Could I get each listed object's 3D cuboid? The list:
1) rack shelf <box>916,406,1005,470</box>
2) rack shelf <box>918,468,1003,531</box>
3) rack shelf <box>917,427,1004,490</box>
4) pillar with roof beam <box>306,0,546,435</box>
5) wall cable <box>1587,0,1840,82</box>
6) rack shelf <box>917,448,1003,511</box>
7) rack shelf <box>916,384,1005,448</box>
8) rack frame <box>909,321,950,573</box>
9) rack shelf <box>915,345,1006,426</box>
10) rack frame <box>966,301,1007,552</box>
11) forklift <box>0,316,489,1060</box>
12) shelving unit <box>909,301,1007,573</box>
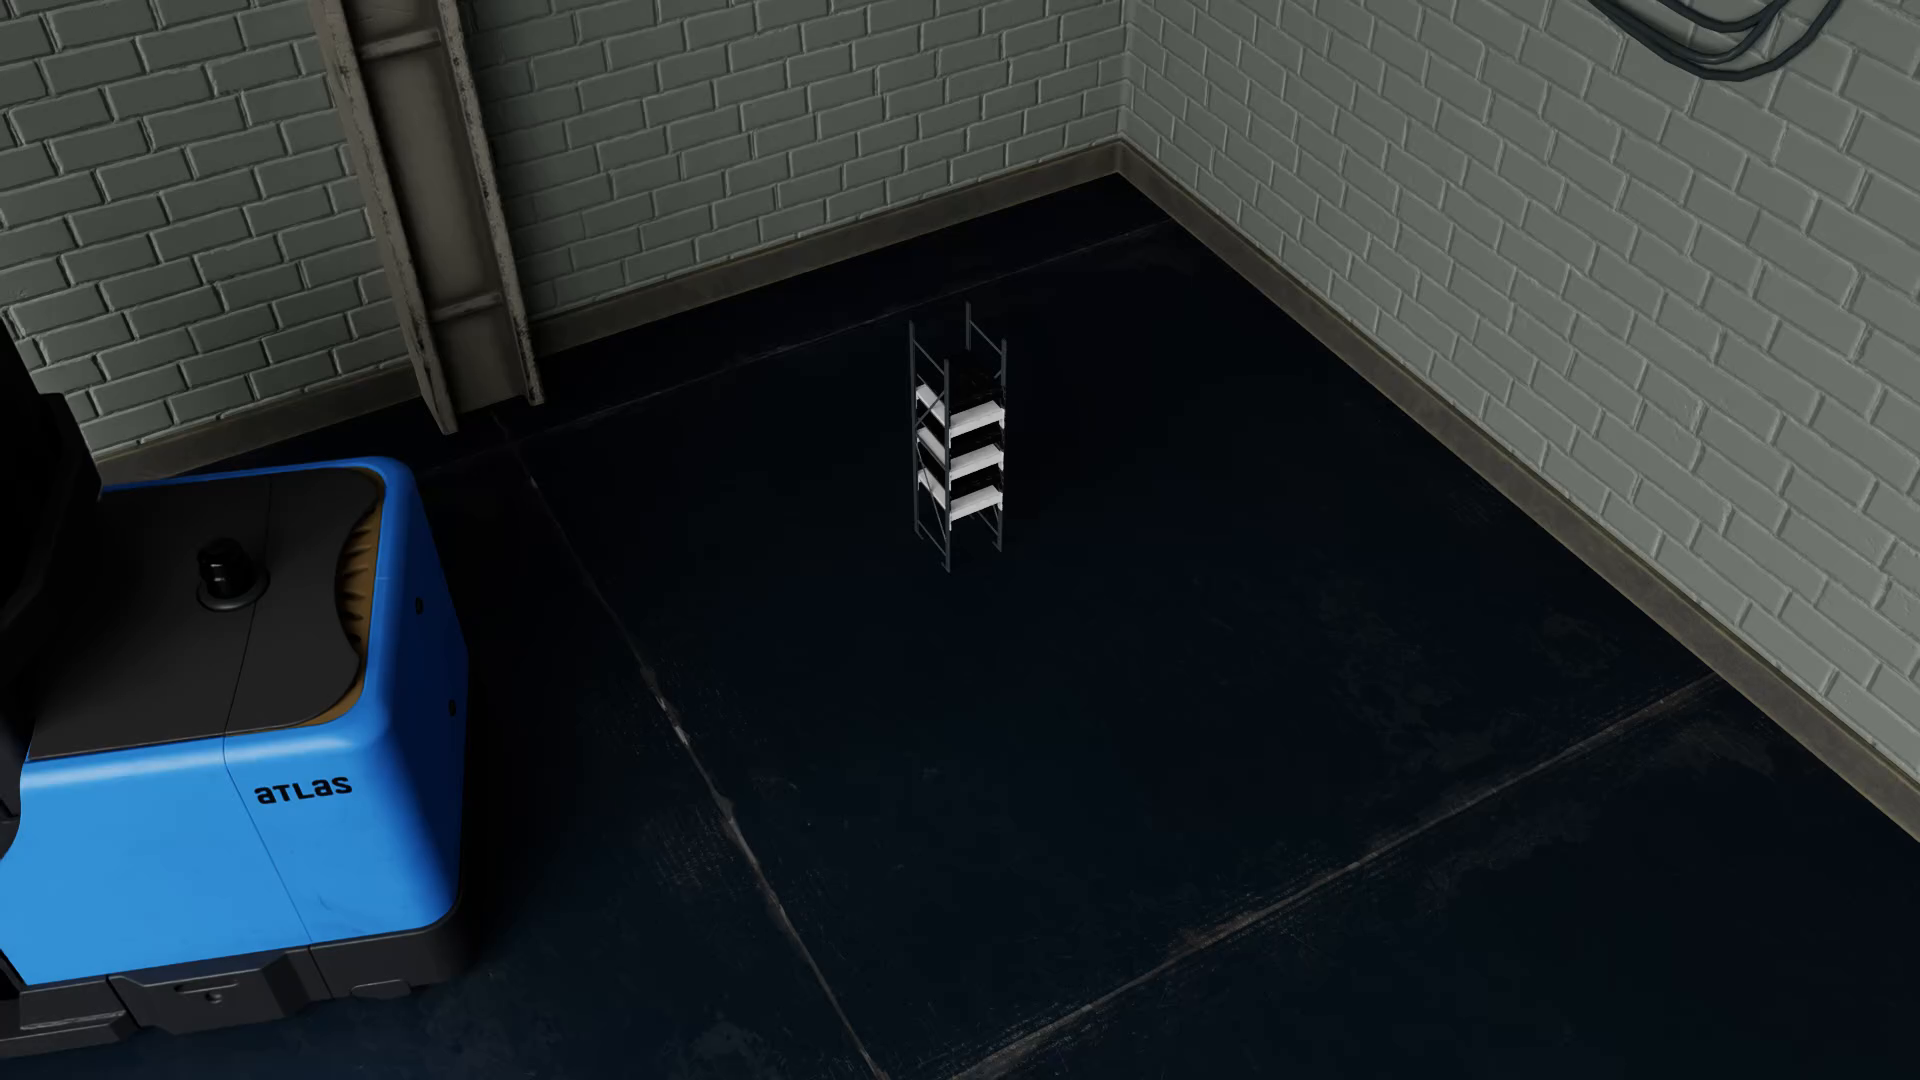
[{"bbox_3d":[-0.007,-0.361,5.394,0.200,0.077,0.258,-22,48,-21],"label":"rack shelf"},{"bbox_3d":[-0.007,-0.167,5.582,0.200,0.077,0.258,-22,48,-21],"label":"rack shelf"},{"bbox_3d":[-0.007,-0.296,5.457,0.200,0.077,0.258,-22,48,-21],"label":"rack shelf"},{"bbox_3d":[0.333,-1.177,0.501,0.400,9.000,9.100,-22,48,-21],"label":"pillar with roof beam"},{"bbox_3d":[1.402,-2.886,4.492,0.112,2.526,3.097,-22,48,-21],"label":"wall cable"},{"bbox_3d":[-0.007,-0.232,5.520,0.200,0.077,0.258,-22,48,-21],"label":"rack shelf"},{"bbox_3d":[-0.007,-0.425,5.332,0.200,0.077,0.258,-22,48,-21],"label":"rack shelf"},{"bbox_3d":[-0.095,-0.285,5.397,0.006,0.900,0.240,-22,48,-21],"label":"rack frame"},{"bbox_3d":[-0.007,-0.490,5.269,0.200,0.077,0.258,-22,48,-21],"label":"rack shelf"},{"bbox_3d":[0.081,-0.355,5.470,0.006,0.900,0.240,-22,48,-21],"label":"rack frame"},{"bbox_3d":[-2.866,-0.010,3.656,3.031,2.935,1.130,-7,45,-7],"label":"forklift"},{"bbox_3d":[-0.007,-0.320,5.434,0.210,0.900,0.258,-22,48,-21],"label":"shelving unit"}]
